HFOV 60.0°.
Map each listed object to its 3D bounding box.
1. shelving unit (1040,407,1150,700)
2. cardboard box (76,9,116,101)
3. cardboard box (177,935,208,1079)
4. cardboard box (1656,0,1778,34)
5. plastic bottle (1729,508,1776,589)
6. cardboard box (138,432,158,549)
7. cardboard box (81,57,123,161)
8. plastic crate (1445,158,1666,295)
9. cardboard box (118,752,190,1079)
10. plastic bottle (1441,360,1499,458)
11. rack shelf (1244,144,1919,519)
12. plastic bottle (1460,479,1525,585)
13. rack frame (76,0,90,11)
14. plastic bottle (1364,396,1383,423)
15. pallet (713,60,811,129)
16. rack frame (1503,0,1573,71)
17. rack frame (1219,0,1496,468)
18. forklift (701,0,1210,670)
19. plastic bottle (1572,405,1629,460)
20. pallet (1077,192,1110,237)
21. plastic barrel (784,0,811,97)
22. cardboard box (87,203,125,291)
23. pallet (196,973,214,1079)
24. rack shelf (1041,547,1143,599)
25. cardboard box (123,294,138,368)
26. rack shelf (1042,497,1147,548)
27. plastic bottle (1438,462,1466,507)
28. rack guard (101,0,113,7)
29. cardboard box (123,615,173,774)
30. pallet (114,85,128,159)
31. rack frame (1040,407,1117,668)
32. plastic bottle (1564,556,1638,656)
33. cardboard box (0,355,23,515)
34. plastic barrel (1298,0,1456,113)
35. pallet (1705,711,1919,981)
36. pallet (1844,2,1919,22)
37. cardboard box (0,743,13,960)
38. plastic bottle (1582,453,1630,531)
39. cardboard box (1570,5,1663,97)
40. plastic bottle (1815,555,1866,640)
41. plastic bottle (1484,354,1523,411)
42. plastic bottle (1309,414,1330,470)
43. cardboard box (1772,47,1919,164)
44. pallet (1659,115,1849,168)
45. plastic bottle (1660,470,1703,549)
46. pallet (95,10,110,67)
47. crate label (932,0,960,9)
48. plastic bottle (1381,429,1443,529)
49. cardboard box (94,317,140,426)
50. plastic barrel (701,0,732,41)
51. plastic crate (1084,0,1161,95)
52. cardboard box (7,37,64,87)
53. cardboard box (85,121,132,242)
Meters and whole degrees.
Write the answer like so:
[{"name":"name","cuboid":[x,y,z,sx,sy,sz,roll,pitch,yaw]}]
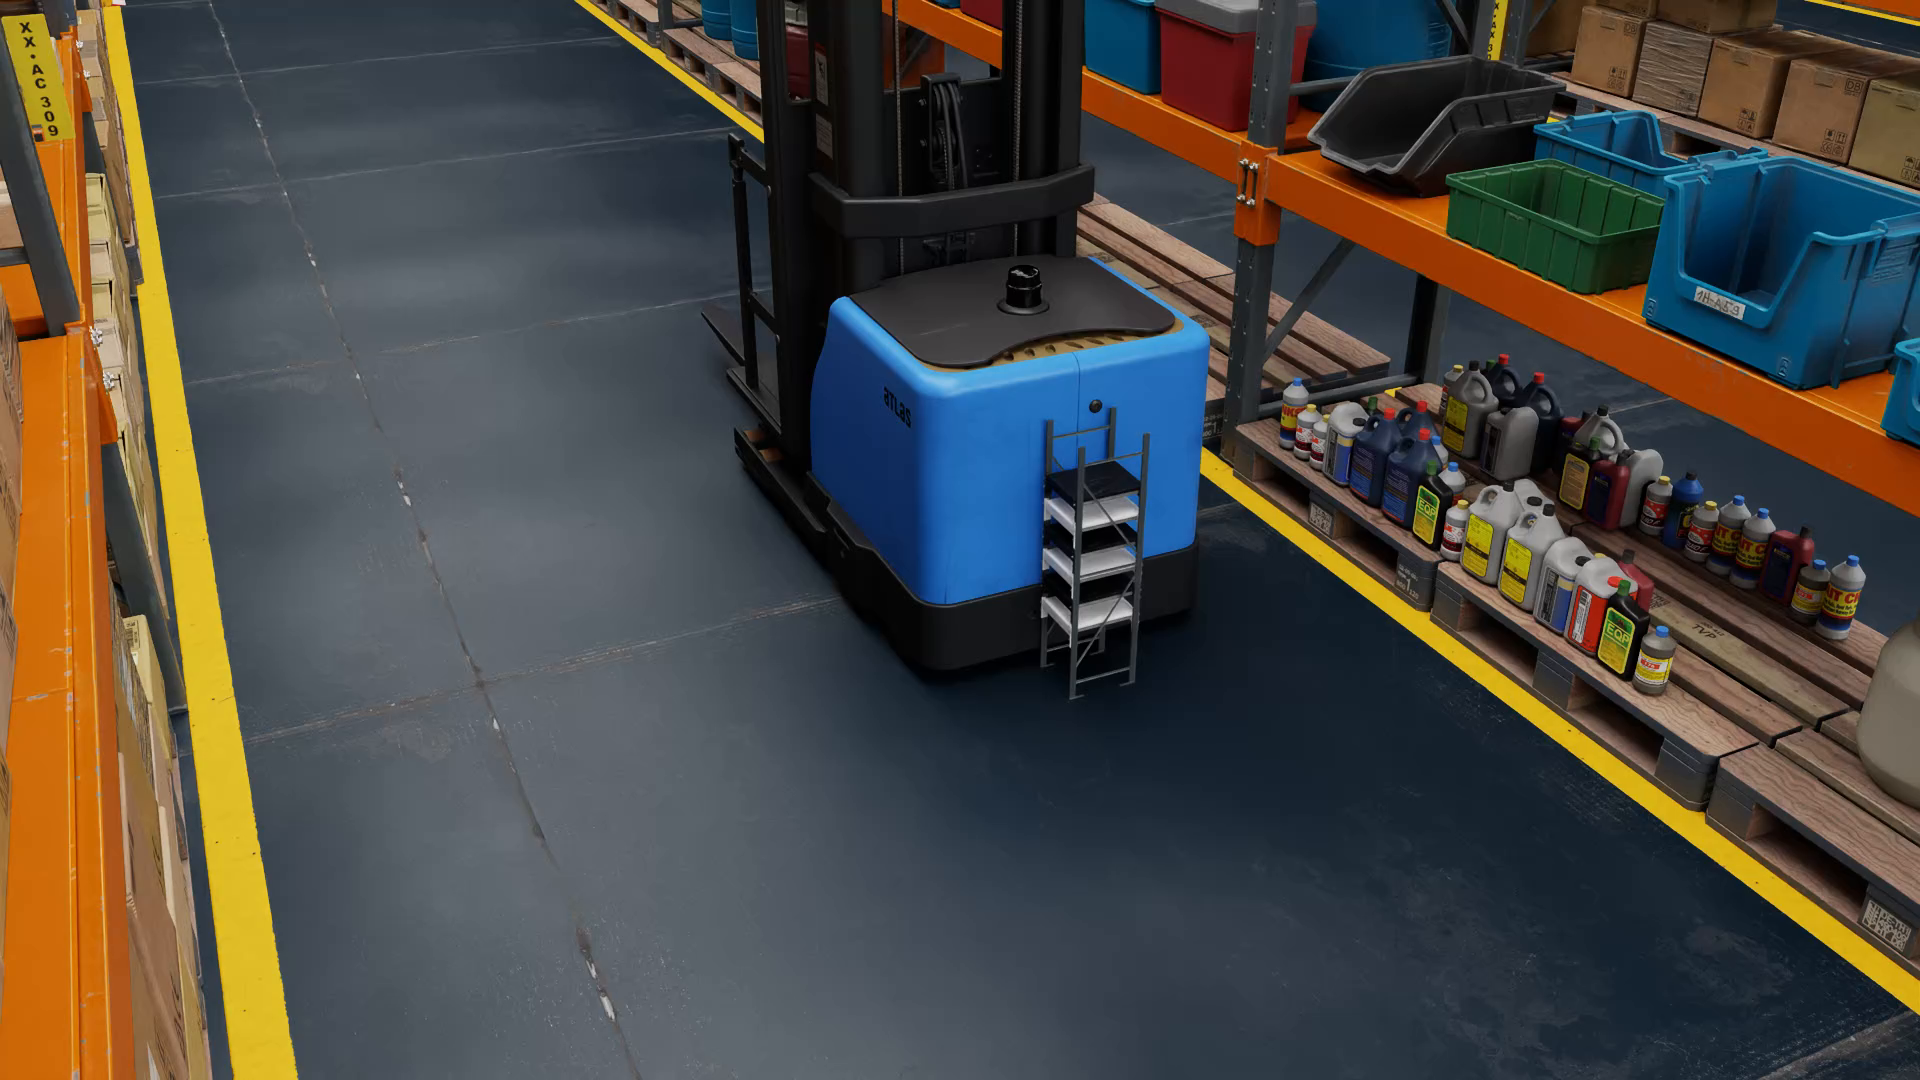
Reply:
[{"name":"shelving unit","cuboid":[0.417,0.051,5.239,0.258,0.900,0.210,-13,32,-21]},{"name":"cardboard box","cuboid":[-5.893,-3.165,10.933,0.500,0.500,0.500,-13,32,-22]},{"name":"cardboard box","cuboid":[-1.884,1.149,3.515,0.500,0.250,0.500,-13,32,-22]},{"name":"cardboard box","cuboid":[4.854,-3.439,10.656,0.500,0.250,0.500,-9,31,-16]},{"name":"plastic bottle","cuboid":[2.619,0.022,5.484,0.097,0.271,0.097,0,29,0]},{"name":"cardboard box","cuboid":[-3.097,-0.127,5.792,0.500,0.250,0.500,-12,32,-21]},{"name":"cardboard box","cuboid":[-5.253,-2.499,9.746,0.500,0.500,0.500,-14,32,-24]},{"name":"plastic crate","cuboid":[1.874,-0.974,5.137,0.450,0.188,0.662,-13,32,-22]},{"name":"cardboard box","cuboid":[-1.883,0.822,3.332,0.500,0.500,0.500,-13,32,-22]},{"name":"plastic bottle","cuboid":[1.953,-0.508,6.347,0.144,0.351,0.185,-13,32,-22]},{"name":"rack shelf","cuboid":[2.405,-0.528,4.861,1.077,0.370,4.000,-13,32,-22]},{"name":"plastic bottle","cuboid":[1.781,-0.047,5.526,0.144,0.351,0.185,-13,32,-22]},{"name":"rack frame","cuboid":[-6.364,-4.221,10.711,1.000,3.000,0.127,-13,32,-22]},{"name":"plastic bottle","cuboid":[1.546,-0.385,6.198,0.061,0.283,0.133,-13,32,-22]},{"name":"pallet","cuboid":[-1.067,-3.154,11.659,1.003,0.211,1.213,-13,32,-22]},{"name":"rack frame","cuboid":[4.302,-4.532,11.266,1.000,3.000,0.127,-13,32,-22]},{"name":"rack frame","cuboid":[1.546,-1.726,6.260,1.000,3.000,0.127,-13,32,-22]},{"name":"forklift","cuboid":[-0.263,-1.559,6.033,1.130,2.935,3.031,-13,32,-21]},{"name":"plastic bottle","cuboid":[2.304,-0.311,5.996,0.144,0.351,0.185,-13,32,-22]},{"name":"pallet","cuboid":[0.126,-1.926,9.469,1.003,0.211,1.213,-13,32,-22]},{"name":"plastic barrel","cuboid":[-0.881,-3.335,11.167,0.600,0.588,0.708,-13,32,-22]},{"name":"cardboard box","cuboid":[-3.970,-1.275,7.265,0.500,0.311,0.500,-14,32,-23]},{"name":"pallet","cuboid":[-2.098,1.429,3.486,1.003,0.211,1.213,-13,32,-22]},{"name":"rack shelf","cuboid":[0.417,0.080,5.255,0.258,0.077,0.200,-13,32,-21]},{"name":"cardboard box","cuboid":[-3.763,-0.807,7.004,0.500,0.250,0.500,-12,32,-21]},{"name":"rack shelf","cuboid":[0.417,-0.077,5.167,0.258,0.077,0.200,-13,32,-21]},{"name":"plastic bottle","cuboid":[1.696,-0.143,5.778,0.097,0.271,0.097,0,29,0]},{"name":"rack guard","cuboid":[-8.048,-4.864,14.413,1.175,0.500,0.348,-13,32,-22]},{"name":"cardboard box","cuboid":[-2.533,0.488,4.695,0.500,0.250,0.500,-13,32,-22]},{"name":"pallet","cuboid":[-5.980,-2.653,10.766,1.003,0.211,1.213,-13,32,-22]},{"name":"rack frame","cuboid":[0.374,0.006,5.319,0.240,0.900,0.006,-13,32,-21]},{"name":"plastic bottle","cuboid":[1.996,0.201,5.159,0.152,0.276,0.135,-13,32,-22]},{"name":"cardboard box","cuboid":[-2.501,-0.304,3.624,0.700,0.500,0.500,-13,32,-22]},{"name":"plastic barrel","cuboid":[1.654,-2.178,6.556,0.600,0.901,0.708,-13,32,-22]},{"name":"pallet","cuboid":[2.844,0.874,4.476,1.003,0.211,1.213,-13,32,-22]},{"name":"pallet","cuboid":[8.491,-4.659,14.342,1.003,0.211,1.213,-13,32,-22]},{"name":"cardboard box","cuboid":[-1.839,0.376,2.411,0.700,0.500,0.500,-13,32,-22]},{"name":"plastic bottle","cuboid":[2.274,-0.186,5.842,0.061,0.283,0.133,-13,32,-22]},{"name":"cardboard box","cuboid":[4.608,-3.342,11.250,0.700,0.500,0.500,-15,33,-25]},{"name":"plastic bottle","cuboid":[2.766,0.173,5.214,0.097,0.271,0.097,0,29,0]},{"name":"plastic bottle","cuboid":[2.083,-0.538,6.401,0.144,0.351,0.185,-14,32,-23]},{"name":"plastic bottle","cuboid":[1.374,-0.374,6.262,0.097,0.201,0.097,0,29,0]},{"name":"cardboard box","cuboid":[5.347,-2.605,9.934,0.700,0.500,0.500,-16,33,-26]},{"name":"pallet","cuboid":[5.156,-2.433,10.372,1.003,0.211,1.213,-13,32,-22]},{"name":"plastic bottle","cuboid":[2.489,-0.112,5.722,0.097,0.271,0.097,0,29,0]},{"name":"pallet","cuboid":[-7.185,-3.848,12.897,1.003,0.211,1.213,-13,32,-22]},{"name":"crate label","cuboid":[0.011,-3.012,8.519,0.502,0.435,0.616,-13,32,-22]},{"name":"plastic bottle","cuboid":[1.599,-0.235,5.861,0.144,0.351,0.185,-15,32,-24]},{"name":"cardboard box","cuboid":[-3.315,-0.601,6.064,0.500,0.311,0.500,-14,32,-24]},{"name":"plastic barrel","cuboid":[-1.670,-4.283,12.538,0.600,0.901,0.708,-13,32,-22]},{"name":"plastic crate","cuboid":[0.792,-2.141,7.017,0.392,0.384,0.575,-13,32,-22]},{"name":"cardboard box","cuboid":[-4.011,-2.005,7.016,0.380,0.149,0.250,-13,32,-22]},{"name":"cardboard box","cuboid":[-4.584,-1.817,8.529,0.500,0.500,0.500,-12,31,-20]}]
